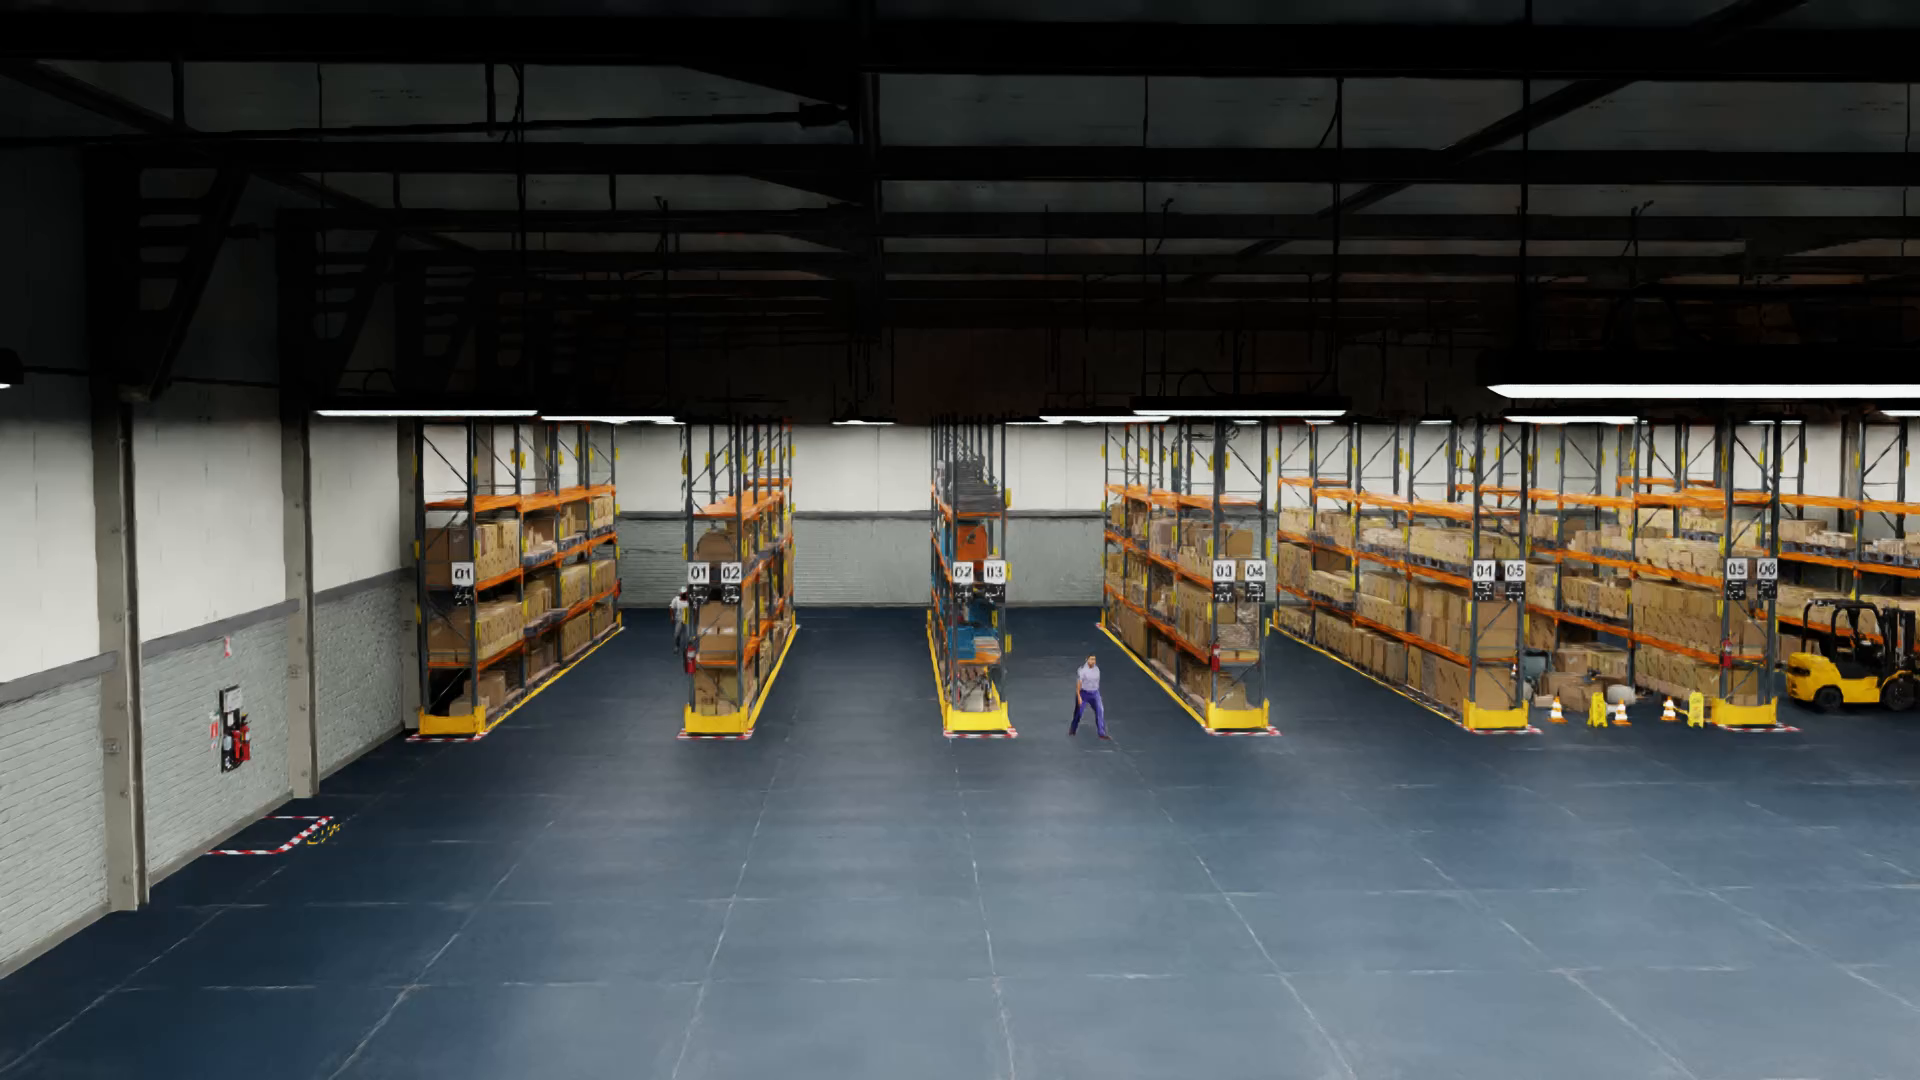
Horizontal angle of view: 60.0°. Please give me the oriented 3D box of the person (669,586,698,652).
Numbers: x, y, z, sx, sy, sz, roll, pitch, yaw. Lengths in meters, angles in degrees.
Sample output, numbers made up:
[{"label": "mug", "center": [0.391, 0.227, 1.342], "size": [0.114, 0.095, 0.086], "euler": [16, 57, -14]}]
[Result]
[{"label": "person", "center": [-6.994, 2.013, 42.067], "size": [0.719, 1.714, 0.578], "euler": [0, 4, -4]}]

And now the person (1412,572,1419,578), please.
[{"label": "person", "center": [13.756, 1.439, 50.808], "size": [0.519, 1.664, 0.504], "euler": [-3, 5, -39]}]

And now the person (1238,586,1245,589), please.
[{"label": "person", "center": [7.916, 1.639, 47.707], "size": [0.544, 1.646, 1.106], "euler": [0, 4, -4]}]

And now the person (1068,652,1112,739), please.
[{"label": "person", "center": [2.362, 2.850, 30.570], "size": [0.519, 1.598, 0.941], "euler": [-2, 4, -26]}]
